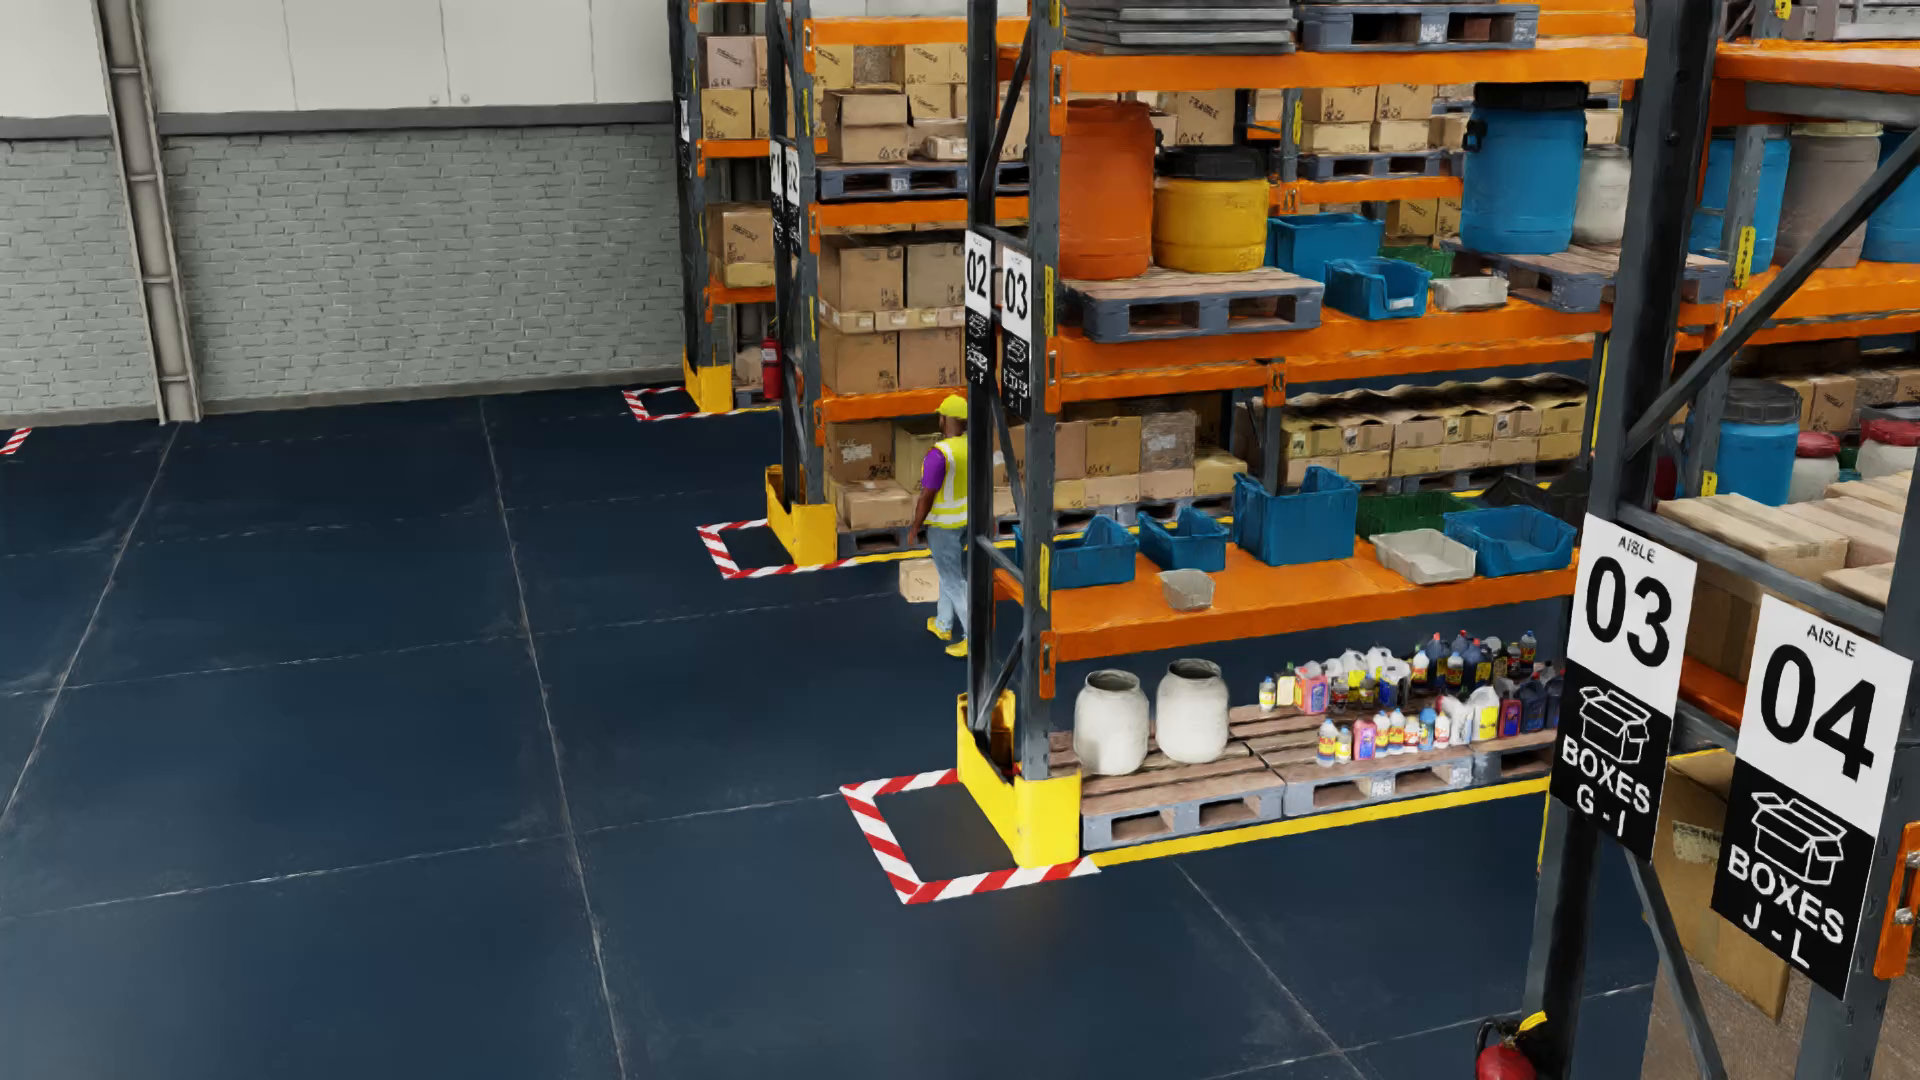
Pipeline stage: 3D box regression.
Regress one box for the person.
[{"bbox_3d":[-0.022,-0.128,11.408,0.682,1.758,0.681,14,24,35],"label":"person"}]
